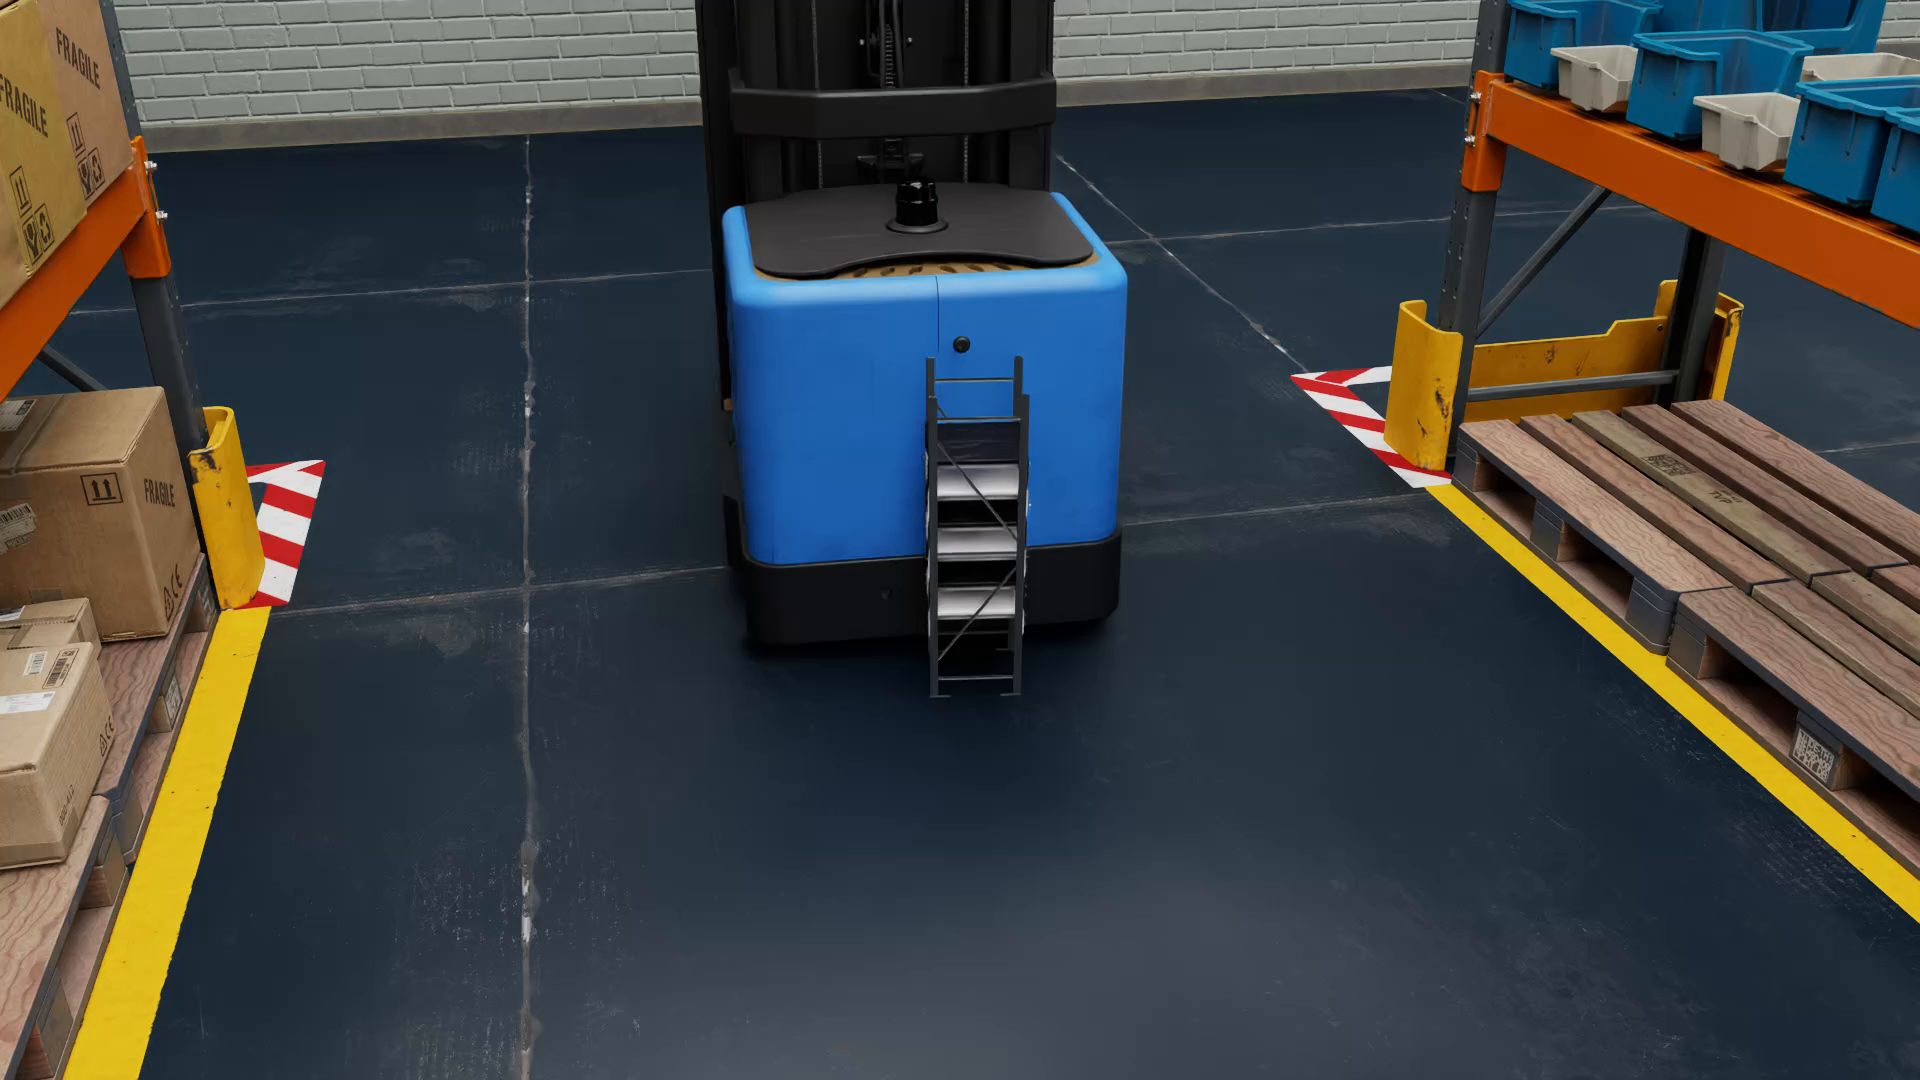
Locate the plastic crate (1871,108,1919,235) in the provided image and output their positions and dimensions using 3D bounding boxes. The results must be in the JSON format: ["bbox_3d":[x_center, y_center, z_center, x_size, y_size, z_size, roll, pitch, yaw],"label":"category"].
[{"bbox_3d":[2.231,-0.794,3.614,0.416,0.233,0.300,-6,27,-12],"label":"plastic crate"}]

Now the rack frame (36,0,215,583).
[{"bbox_3d":[-2.695,-1.192,4.283,1.000,3.000,0.127,-6,27,-12],"label":"rack frame"}]

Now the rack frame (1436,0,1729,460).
[{"bbox_3d":[2.132,-1.694,5.277,1.000,3.000,0.127,-6,27,-12],"label":"rack frame"}]

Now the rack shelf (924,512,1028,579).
[{"bbox_3d":[0.038,0.010,4.286,0.258,0.077,0.200,-1,33,-3],"label":"rack shelf"}]

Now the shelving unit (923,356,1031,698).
[{"bbox_3d":[0.038,-0.018,4.268,0.258,0.900,0.210,-1,33,-3],"label":"shelving unit"}]

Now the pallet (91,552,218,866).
[{"bbox_3d":[-2.498,0.436,4.153,1.003,0.211,1.213,-6,27,-12],"label":"pallet"}]

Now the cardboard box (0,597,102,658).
[{"bbox_3d":[-2.329,0.277,4.029,0.380,0.166,0.250,-6,27,-12],"label":"cardboard box"}]

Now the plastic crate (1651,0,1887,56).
[{"bbox_3d":[2.389,-1.608,5.002,0.616,0.435,0.499,-6,27,-12],"label":"plastic crate"}]

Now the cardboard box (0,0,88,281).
[{"bbox_3d":[-2.209,-0.841,3.476,0.500,0.500,0.500,-6,27,-11],"label":"cardboard box"}]

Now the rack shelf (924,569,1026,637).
[{"bbox_3d":[0.037,0.162,4.383,0.258,0.077,0.200,-1,33,-3],"label":"rack shelf"}]

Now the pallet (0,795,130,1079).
[{"bbox_3d":[-2.226,0.970,3.094,1.003,0.211,1.213,-6,27,-12],"label":"pallet"}]

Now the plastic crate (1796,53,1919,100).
[{"bbox_3d":[2.492,-1.263,4.650,0.396,0.136,0.243,-6,27,-12],"label":"plastic crate"}]

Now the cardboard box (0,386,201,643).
[{"bbox_3d":[-2.333,-0.059,4.324,0.500,0.500,0.500,-6,27,-12],"label":"cardboard box"}]

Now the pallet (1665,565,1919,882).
[{"bbox_3d":[2.551,0.452,4.121,1.003,0.211,1.213,-6,27,-12],"label":"pallet"}]

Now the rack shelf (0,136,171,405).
[{"bbox_3d":[-2.245,0.007,2.706,1.077,0.370,4.000,-6,27,-12],"label":"rack shelf"}]

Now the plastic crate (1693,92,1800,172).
[{"bbox_3d":[2.011,-1.014,4.156,0.250,0.136,0.298,-6,27,-12],"label":"plastic crate"}]

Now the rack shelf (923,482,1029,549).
[{"bbox_3d":[0.039,-0.066,4.237,0.258,0.077,0.200,-1,33,-3],"label":"rack shelf"}]

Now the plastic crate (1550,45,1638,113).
[{"bbox_3d":[1.858,-1.312,4.746,0.250,0.136,0.298,-6,27,-12],"label":"plastic crate"}]

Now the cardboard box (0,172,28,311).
[{"bbox_3d":[-2.102,-0.621,3.041,0.500,0.500,0.500,-6,27,-11],"label":"cardboard box"}]

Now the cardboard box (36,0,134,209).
[{"bbox_3d":[-2.329,-1.068,3.926,0.500,0.500,0.500,-5,27,-10],"label":"cardboard box"}]

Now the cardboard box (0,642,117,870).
[{"bbox_3d":[-2.148,0.472,3.548,0.500,0.250,0.500,-6,27,-12],"label":"cardboard box"}]

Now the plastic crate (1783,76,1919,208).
[{"bbox_3d":[2.163,-0.926,3.875,0.416,0.233,0.300,-6,27,-12],"label":"plastic crate"}]

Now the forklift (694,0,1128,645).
[{"bbox_3d":[-0.297,-1.662,5.290,1.130,2.935,3.031,-4,27,-8],"label":"forklift"}]

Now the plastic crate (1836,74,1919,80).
[{"bbox_3d":[2.543,-1.134,4.395,0.396,0.136,0.243,-6,27,-12],"label":"plastic crate"}]

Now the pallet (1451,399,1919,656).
[{"bbox_3d":[2.280,-0.083,5.180,1.003,0.211,1.213,-6,27,-12],"label":"pallet"}]

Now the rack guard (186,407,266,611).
[{"bbox_3d":[-2.678,-0.043,4.781,1.175,0.500,0.348,-6,27,-12],"label":"rack guard"}]

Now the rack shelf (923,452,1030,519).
[{"bbox_3d":[0.039,-0.141,4.188,0.258,0.077,0.200,-1,33,-3],"label":"rack shelf"}]

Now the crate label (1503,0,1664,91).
[{"bbox_3d":[1.866,-1.504,5.020,0.416,0.233,0.303,-6,27,-12],"label":"crate label"}]

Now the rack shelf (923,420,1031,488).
[{"bbox_3d":[0.040,-0.217,4.140,0.258,0.077,0.200,-1,33,-3],"label":"rack shelf"}]

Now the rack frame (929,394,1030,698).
[{"bbox_3d":[0.043,0.037,4.182,0.240,0.900,0.006,-1,33,-3],"label":"rack frame"}]

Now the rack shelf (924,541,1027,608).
[{"bbox_3d":[0.038,0.086,4.334,0.258,0.077,0.200,-1,33,-3],"label":"rack shelf"}]

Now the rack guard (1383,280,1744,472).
[{"bbox_3d":[2.113,-0.587,5.858,1.175,0.500,0.348,-6,27,-12],"label":"rack guard"}]

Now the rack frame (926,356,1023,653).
[{"bbox_3d":[0.033,-0.073,4.353,0.240,0.900,0.006,-1,33,-3],"label":"rack frame"}]

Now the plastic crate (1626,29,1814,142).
[{"bbox_3d":[2.015,-1.215,4.447,0.416,0.233,0.300,-6,27,-12],"label":"plastic crate"}]

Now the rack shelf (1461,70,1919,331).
[{"bbox_3d":[2.582,-0.495,3.699,1.077,0.370,4.000,-6,27,-12],"label":"rack shelf"}]
